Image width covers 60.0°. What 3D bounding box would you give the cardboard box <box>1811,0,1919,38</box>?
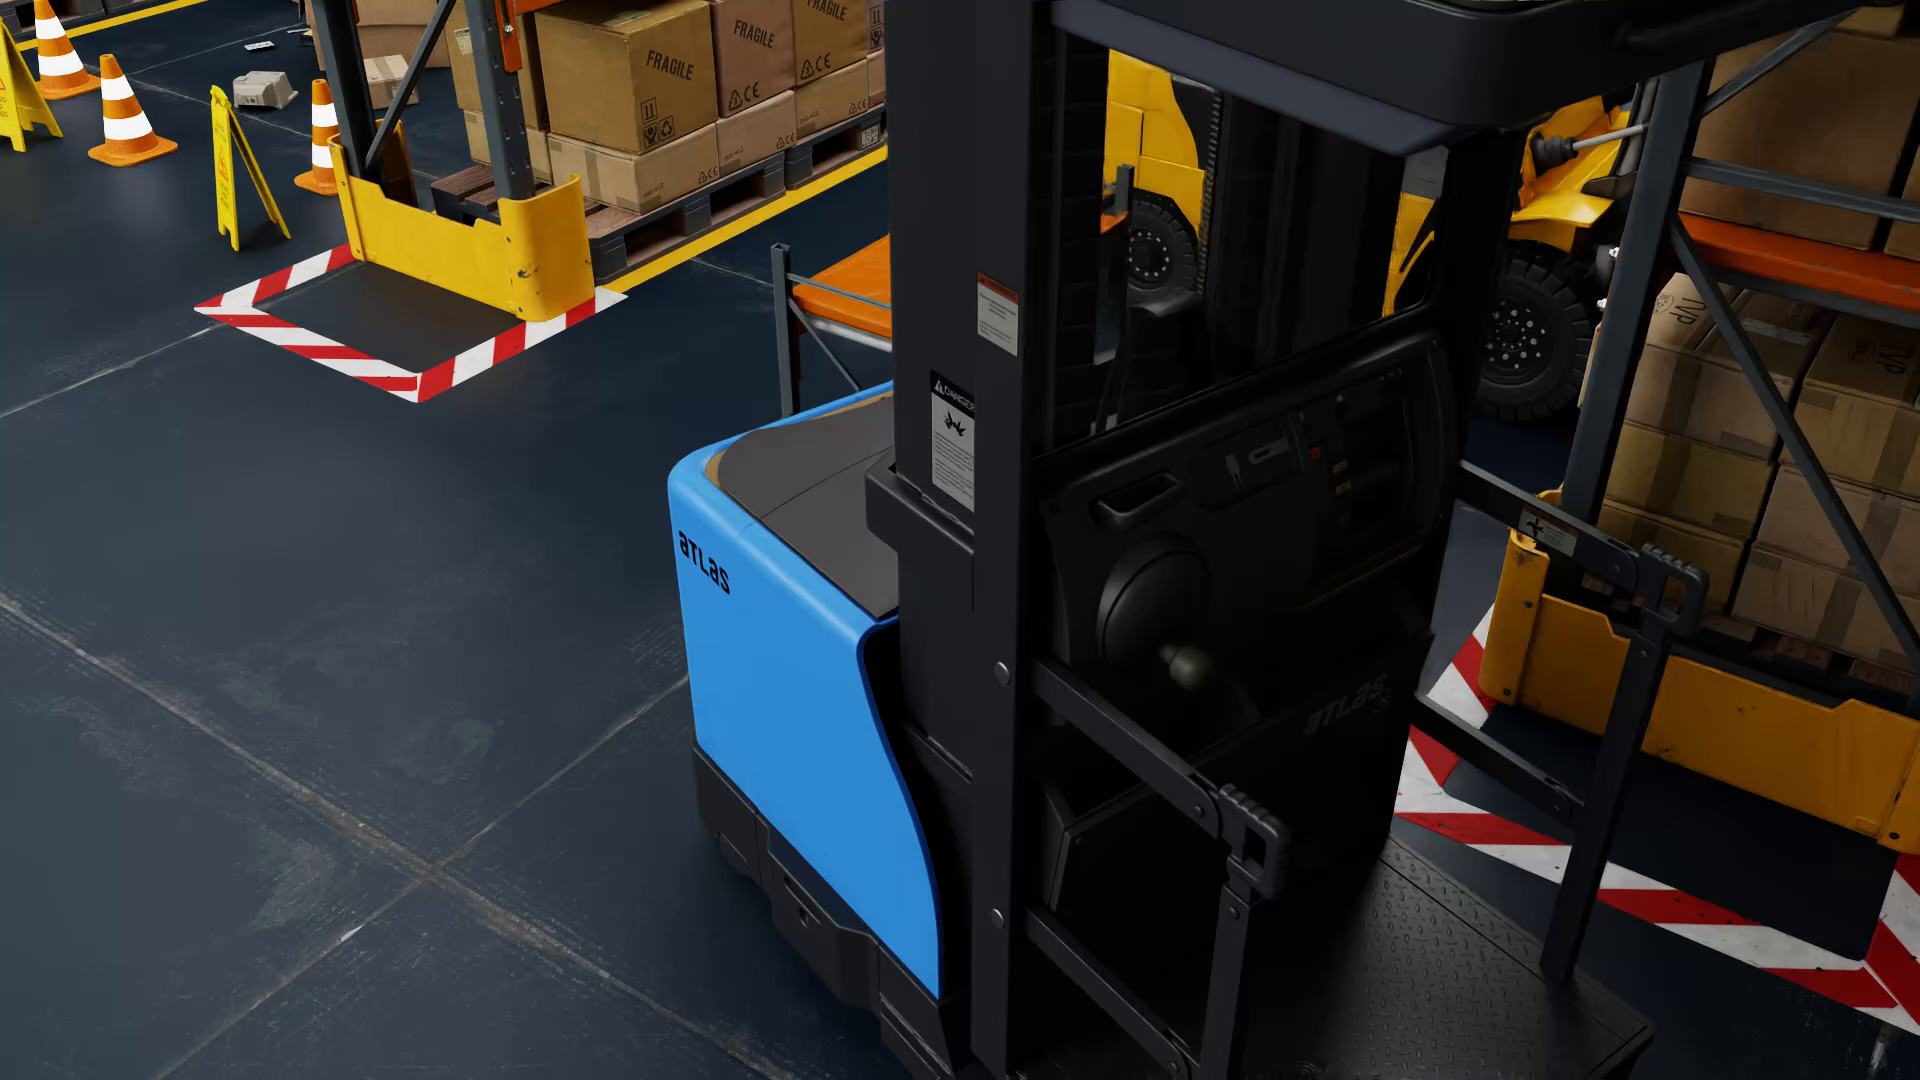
[{"bbox_3d":[1.981,-1.286,3.806,0.380,0.149,0.250,22,40,29],"label":"cardboard box"}]

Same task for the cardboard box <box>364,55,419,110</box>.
[{"bbox_3d":[-2.979,-2.378,8.633,0.250,0.149,0.380,-15,37,-21],"label":"cardboard box"}]

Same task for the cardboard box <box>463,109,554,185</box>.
[{"bbox_3d":[-1.813,-1.815,7.335,0.500,0.250,0.500,21,39,28],"label":"cardboard box"}]

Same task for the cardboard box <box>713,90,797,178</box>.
[{"bbox_3d":[-1.082,-1.861,7.404,0.500,0.250,0.500,23,40,30],"label":"cardboard box"}]

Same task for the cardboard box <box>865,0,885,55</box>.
[{"bbox_3d":[-0.481,-2.669,7.930,0.500,0.500,0.500,24,41,31],"label":"cardboard box"}]

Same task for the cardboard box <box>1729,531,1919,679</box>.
[{"bbox_3d":[2.454,0.075,4.542,0.500,0.250,0.500,21,40,28],"label":"cardboard box"}]

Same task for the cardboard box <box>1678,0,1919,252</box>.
[{"bbox_3d":[2.078,-1.079,4.078,0.500,0.500,0.500,20,39,27],"label":"cardboard box"}]

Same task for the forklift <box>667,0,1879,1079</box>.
[{"bbox_3d":[0.638,-0.004,2.640,1.130,2.935,3.031,-23,40,-30],"label":"forklift"}]

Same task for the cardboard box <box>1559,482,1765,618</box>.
[{"bbox_3d":[2.021,-0.079,4.769,0.500,0.250,0.500,22,40,28],"label":"cardboard box"}]

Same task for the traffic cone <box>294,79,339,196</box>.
[{"bbox_3d":[-2.881,-1.870,7.602,0.336,0.463,0.334,21,39,28],"label":"traffic cone"}]

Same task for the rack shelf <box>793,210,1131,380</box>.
[{"bbox_3d":[0.004,-0.712,4.776,0.538,0.278,1.000,21,39,28],"label":"rack shelf"}]

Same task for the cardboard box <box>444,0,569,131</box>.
[{"bbox_3d":[-1.824,-2.108,7.100,0.500,0.500,0.500,22,40,28],"label":"cardboard box"}]

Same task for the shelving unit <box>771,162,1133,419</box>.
[{"bbox_3d":[0.004,-0.469,4.939,0.538,1.125,1.048,21,39,28],"label":"shelving unit"}]

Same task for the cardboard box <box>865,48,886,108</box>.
[{"bbox_3d":[-0.491,-2.348,8.124,0.500,0.250,0.500,22,40,29],"label":"cardboard box"}]

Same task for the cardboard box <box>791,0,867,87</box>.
[{"bbox_3d":[-0.779,-2.421,7.562,0.500,0.500,0.500,22,40,29],"label":"cardboard box"}]

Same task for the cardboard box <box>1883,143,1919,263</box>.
[{"bbox_3d":[2.524,-0.908,3.825,0.500,0.500,0.500,23,40,30],"label":"cardboard box"}]

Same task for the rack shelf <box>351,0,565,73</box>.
[{"bbox_3d":[-0.926,-2.933,7.552,1.077,0.370,4.000,21,39,28],"label":"rack shelf"}]

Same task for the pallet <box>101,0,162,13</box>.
[{"bbox_3d":[-5.103,-3.642,10.447,1.003,0.211,1.213,21,39,28],"label":"pallet"}]

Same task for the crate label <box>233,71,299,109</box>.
[{"bbox_3d":[-3.590,-2.314,8.550,0.250,0.136,0.298,3,34,4],"label":"crate label"}]

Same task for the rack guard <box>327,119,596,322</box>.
[{"bbox_3d":[-2.023,-1.310,6.741,1.175,0.500,0.348,21,39,28],"label":"rack guard"}]

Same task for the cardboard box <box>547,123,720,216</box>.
[{"bbox_3d":[-1.380,-1.629,7.060,0.500,0.250,0.500,21,39,28],"label":"cardboard box"}]

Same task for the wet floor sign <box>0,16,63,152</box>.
[{"bbox_3d":[-4.581,-2.224,7.963,0.267,0.644,0.232,14,37,20],"label":"wet floor sign"}]

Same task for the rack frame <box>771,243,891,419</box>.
[{"bbox_3d":[-0.286,-0.235,4.594,0.500,1.125,0.032,21,39,28],"label":"rack frame"}]

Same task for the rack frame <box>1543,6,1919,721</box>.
[{"bbox_3d":[2.013,-0.727,3.647,1.000,3.000,0.127,21,39,28],"label":"rack frame"}]

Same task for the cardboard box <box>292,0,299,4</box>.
[{"bbox_3d":[-3.952,-3.609,10.139,0.500,0.500,0.500,29,44,36],"label":"cardboard box"}]

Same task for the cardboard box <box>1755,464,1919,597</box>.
[{"bbox_3d":[2.452,-0.119,4.382,0.500,0.250,0.500,22,40,29],"label":"cardboard box"}]

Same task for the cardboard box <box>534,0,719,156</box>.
[{"bbox_3d":[-1.367,-1.950,6.867,0.500,0.500,0.500,20,39,27],"label":"cardboard box"}]

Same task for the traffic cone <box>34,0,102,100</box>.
[{"bbox_3d":[-4.722,-2.585,8.660,0.336,0.463,0.334,21,39,28],"label":"traffic cone"}]

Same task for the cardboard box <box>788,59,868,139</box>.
[{"bbox_3d":[-0.782,-2.116,7.781,0.500,0.250,0.500,24,41,31],"label":"cardboard box"}]

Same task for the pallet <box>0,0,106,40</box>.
[{"bbox_3d":[-5.799,-3.083,9.621,1.003,0.211,1.213,21,39,28],"label":"pallet"}]

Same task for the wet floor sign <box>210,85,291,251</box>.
[{"bbox_3d":[-3.054,-1.590,7.025,0.232,0.644,0.267,-22,40,-29],"label":"wet floor sign"}]

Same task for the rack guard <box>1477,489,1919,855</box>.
[{"bbox_3d":[1.999,0.320,4.331,1.175,0.500,0.348,21,39,28],"label":"rack guard"}]

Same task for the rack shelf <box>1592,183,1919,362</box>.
[{"bbox_3d":[3.153,-1.349,5.210,1.077,0.370,4.000,21,39,28],"label":"rack shelf"}]

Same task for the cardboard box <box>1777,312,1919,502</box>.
[{"bbox_3d":[2.443,-0.337,4.257,0.500,0.250,0.500,21,39,28],"label":"cardboard box"}]

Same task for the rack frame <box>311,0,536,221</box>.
[{"bbox_3d":[-2.067,-2.311,5.989,1.000,3.000,0.127,21,39,28],"label":"rack frame"}]

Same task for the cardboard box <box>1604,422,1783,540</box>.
[{"bbox_3d":[2.034,-0.293,4.639,0.500,0.250,0.500,21,39,28],"label":"cardboard box"}]

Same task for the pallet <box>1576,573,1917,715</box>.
[{"bbox_3d":[2.415,0.063,4.969,1.003,0.211,1.213,21,39,28],"label":"pallet"}]

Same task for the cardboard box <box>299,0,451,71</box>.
[{"bbox_3d":[-3.145,-2.894,9.080,0.797,0.503,0.637,-3,34,-4],"label":"cardboard box"}]

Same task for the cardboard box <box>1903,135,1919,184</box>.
[{"bbox_3d":[2.381,-1.315,4.427,0.500,0.500,0.500,23,40,30],"label":"cardboard box"}]

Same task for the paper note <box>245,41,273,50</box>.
[{"bbox_3d":[-3.926,-2.775,9.327,0.142,0.017,0.144,-22,40,-29],"label":"paper note"}]

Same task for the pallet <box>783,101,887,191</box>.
[{"bbox_3d":[-0.835,-2.112,8.185,1.003,0.211,1.213,21,39,28],"label":"pallet"}]

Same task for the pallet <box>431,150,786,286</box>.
[{"bbox_3d":[-1.531,-1.553,7.358,1.003,0.211,1.213,21,39,28],"label":"pallet"}]

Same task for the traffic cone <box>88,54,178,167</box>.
[{"bbox_3d":[-3.987,-2.068,7.895,0.336,0.463,0.334,21,39,28],"label":"traffic cone"}]

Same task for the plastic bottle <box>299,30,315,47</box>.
[{"bbox_3d":[-3.616,-2.878,9.451,0.133,0.061,0.283,8,35,12],"label":"plastic bottle"}]

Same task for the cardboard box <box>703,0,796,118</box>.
[{"bbox_3d":[-1.072,-2.192,7.224,0.500,0.500,0.500,20,39,27],"label":"cardboard box"}]

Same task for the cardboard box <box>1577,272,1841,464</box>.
[{"bbox_3d":[2.019,-0.488,4.480,0.500,0.250,0.500,23,40,30],"label":"cardboard box"}]

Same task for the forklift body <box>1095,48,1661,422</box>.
[{"bbox_3d":[1.596,-1.831,6.037,2.313,2.155,1.214,21,39,28],"label":"forklift body"}]

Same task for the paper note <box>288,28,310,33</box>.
[{"bbox_3d":[-3.810,-2.937,9.584,0.123,0.001,0.032,-15,37,-21],"label":"paper note"}]

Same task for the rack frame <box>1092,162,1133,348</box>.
[{"bbox_3d":[0.294,-0.703,5.285,0.500,1.125,0.032,21,39,28],"label":"rack frame"}]
